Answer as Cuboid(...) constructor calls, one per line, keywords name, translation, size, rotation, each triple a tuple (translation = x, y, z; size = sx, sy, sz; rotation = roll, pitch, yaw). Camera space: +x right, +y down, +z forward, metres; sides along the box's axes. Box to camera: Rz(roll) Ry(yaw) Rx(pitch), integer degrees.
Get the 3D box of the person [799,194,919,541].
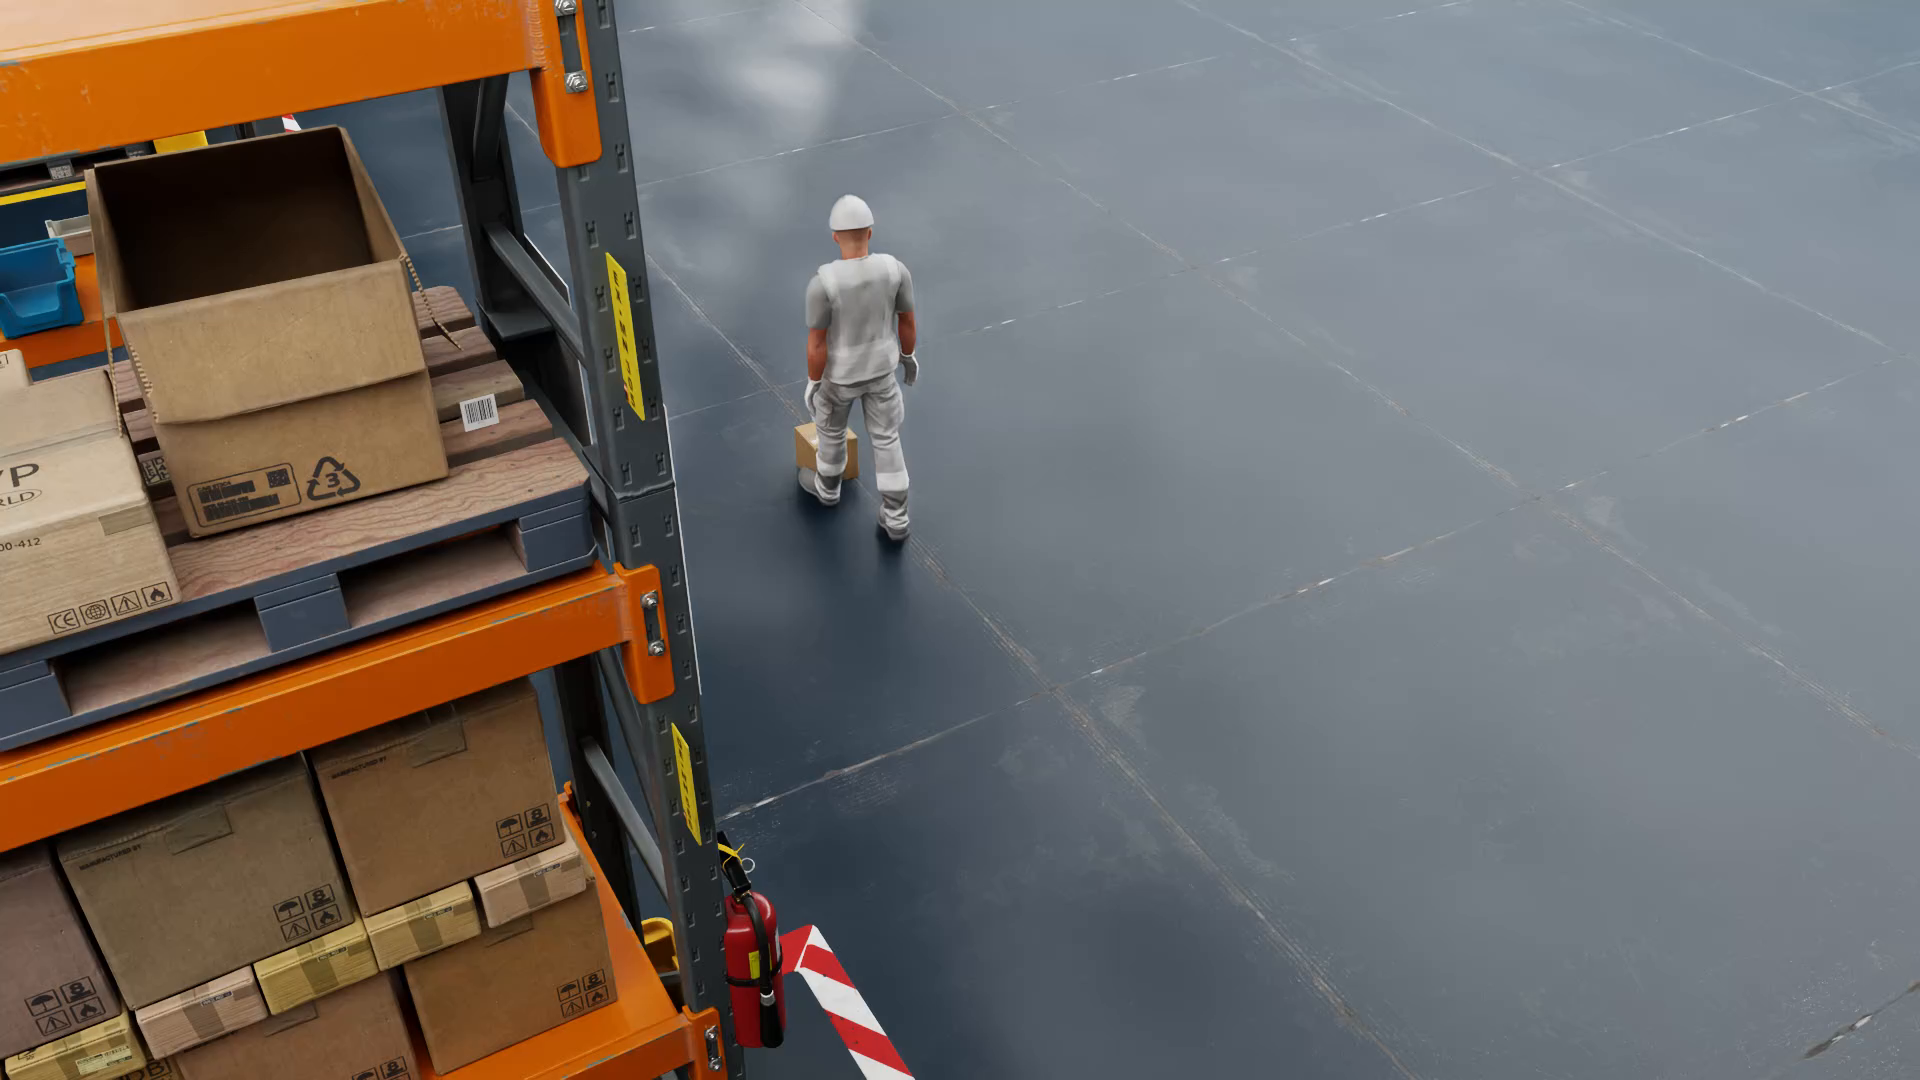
Cuboid(name="person", translation=(-0.513, -0.863, 8.067), size=(0.607, 1.773, 0.748), rotation=(-14, 39, -19))
